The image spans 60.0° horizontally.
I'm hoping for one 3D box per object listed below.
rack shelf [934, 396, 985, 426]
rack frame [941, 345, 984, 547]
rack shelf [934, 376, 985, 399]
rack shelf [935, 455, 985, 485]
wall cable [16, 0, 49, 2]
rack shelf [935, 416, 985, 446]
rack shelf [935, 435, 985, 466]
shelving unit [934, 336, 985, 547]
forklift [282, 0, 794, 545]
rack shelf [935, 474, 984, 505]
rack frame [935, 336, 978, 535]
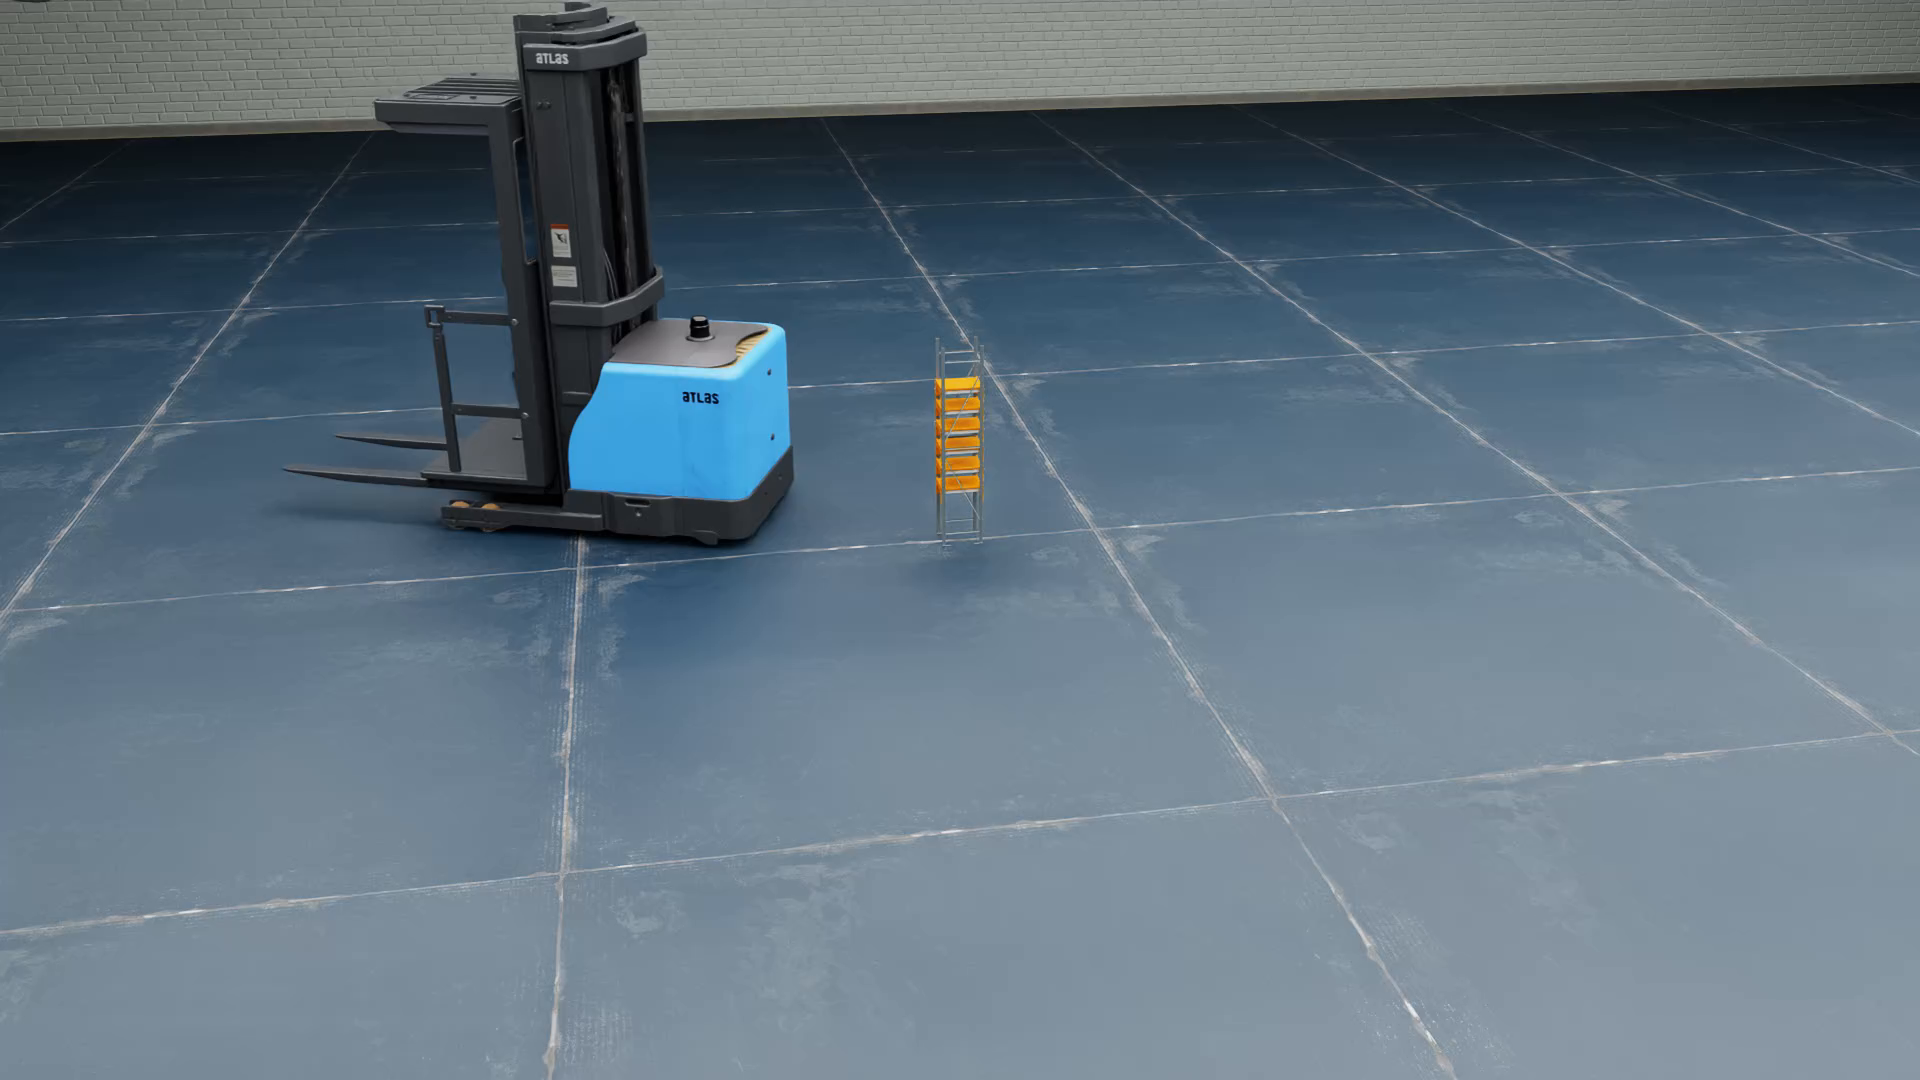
[{"bbox_3d":[-0.003,-0.735,9.445,0.258,0.103,0.180,-4,24,-10],"label":"rack shelf"},{"bbox_3d":[0.014,-0.520,9.440,0.240,1.200,0.006,-4,24,-10],"label":"rack frame"},{"bbox_3d":[-0.003,-0.845,9.397,0.258,0.103,0.180,-4,24,-10],"label":"rack shelf"},{"bbox_3d":[-0.003,-0.405,9.589,0.258,0.103,0.180,-4,24,-10],"label":"rack shelf"},{"bbox_3d":[-12.773,-7.829,20.312,3.097,2.526,0.112,-4,24,-10],"label":"wall cable"},{"bbox_3d":[-0.003,-0.625,9.493,0.258,0.103,0.180,-4,24,-10],"label":"rack shelf"},{"bbox_3d":[-0.003,-0.515,9.541,0.258,0.103,0.180,-4,24,-10],"label":"rack shelf"},{"bbox_3d":[-0.003,-0.556,9.523,0.258,1.200,0.189,-4,24,-10],"label":"shelving unit"},{"bbox_3d":[-2.608,-1.591,9.731,3.031,2.935,1.130,4,24,10],"label":"forklift"},{"bbox_3d":[-0.003,-0.295,9.637,0.258,0.103,0.180,-4,24,-10],"label":"rack shelf"},{"bbox_3d":[-0.020,-0.592,9.605,0.240,1.200,0.006,-4,24,-10],"label":"rack frame"}]
